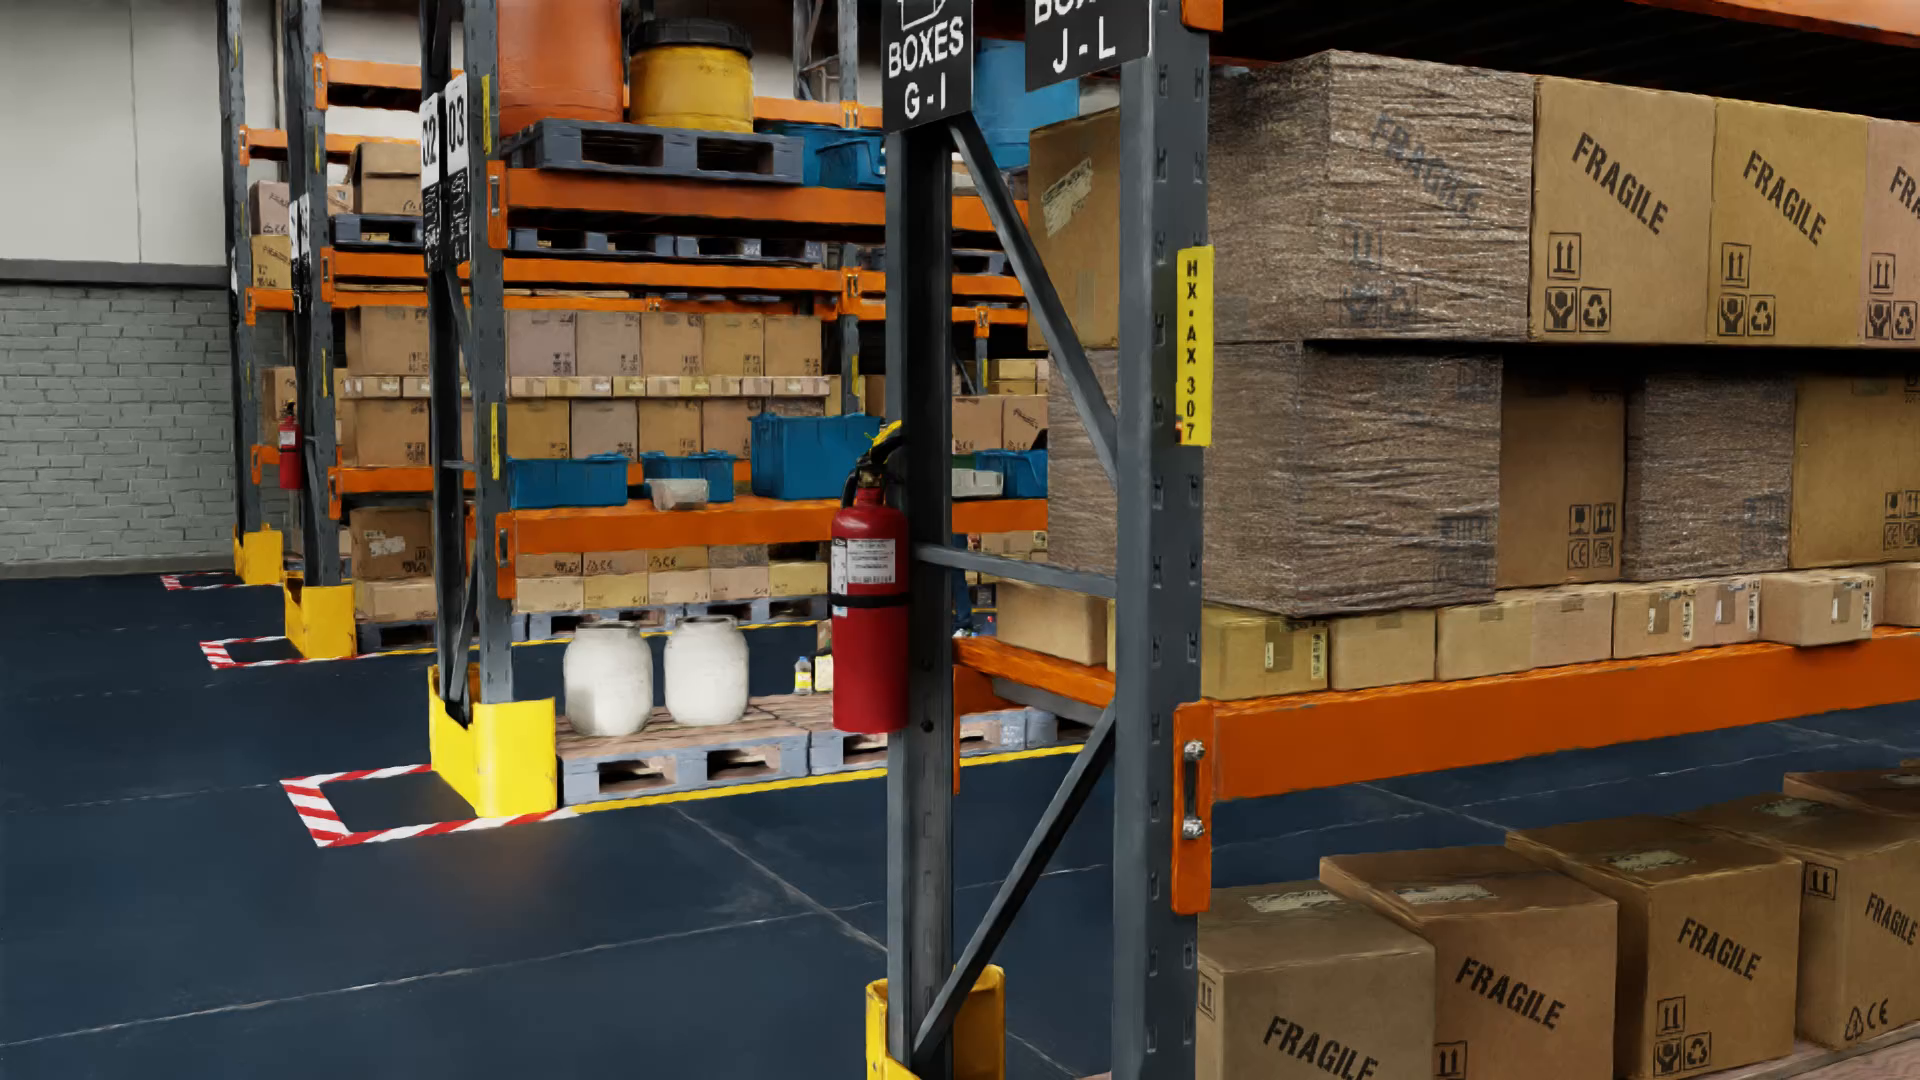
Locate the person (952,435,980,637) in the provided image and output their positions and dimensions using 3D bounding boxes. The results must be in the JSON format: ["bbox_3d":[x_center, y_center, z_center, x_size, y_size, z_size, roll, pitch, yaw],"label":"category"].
[{"bbox_3d":[-0.101,-0.037,12.026,0.448,1.574,0.623,-5,7,-41],"label":"person"}]
